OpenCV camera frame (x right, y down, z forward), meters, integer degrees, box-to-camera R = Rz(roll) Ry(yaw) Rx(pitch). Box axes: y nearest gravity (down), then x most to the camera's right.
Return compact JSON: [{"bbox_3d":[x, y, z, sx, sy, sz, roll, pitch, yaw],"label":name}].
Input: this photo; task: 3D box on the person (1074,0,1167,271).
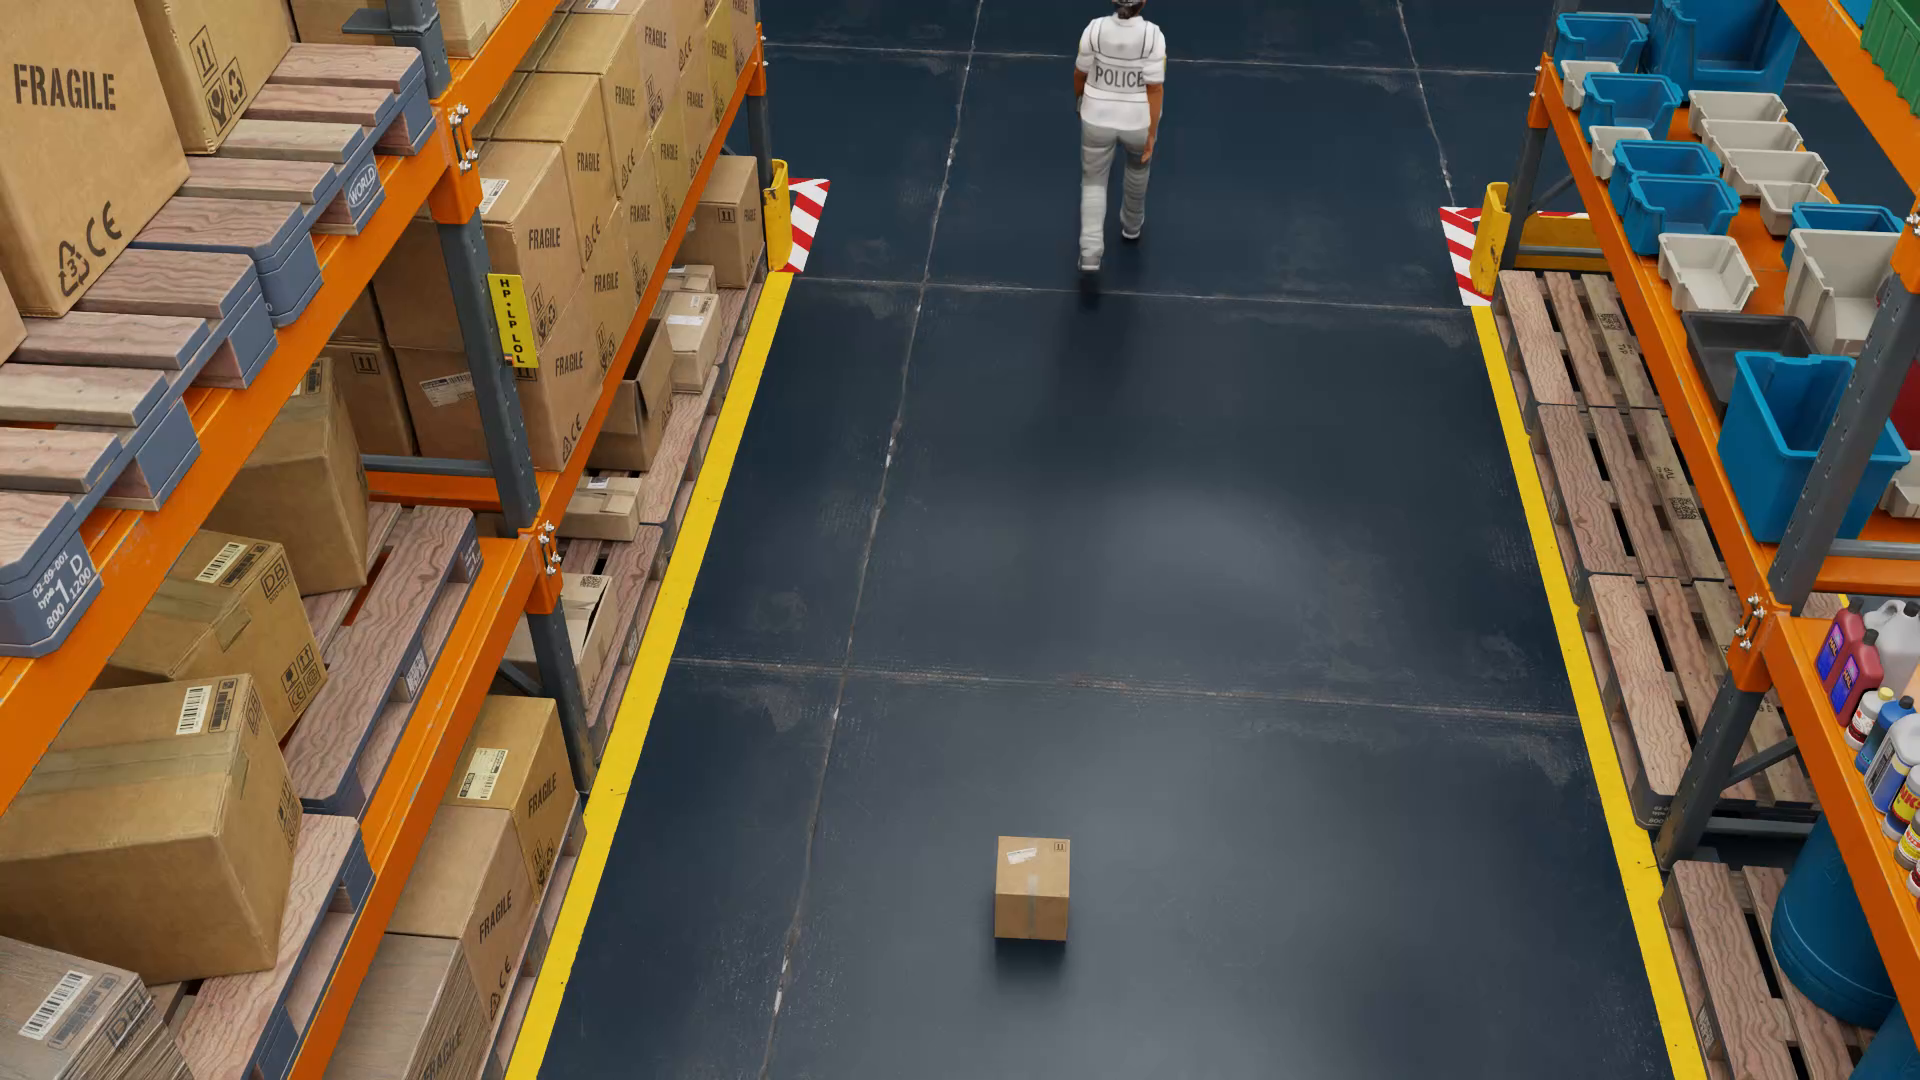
[{"bbox_3d":[0.824,-2.219,8.764,0.477,1.619,0.942,5,41,6],"label":"person"}]
